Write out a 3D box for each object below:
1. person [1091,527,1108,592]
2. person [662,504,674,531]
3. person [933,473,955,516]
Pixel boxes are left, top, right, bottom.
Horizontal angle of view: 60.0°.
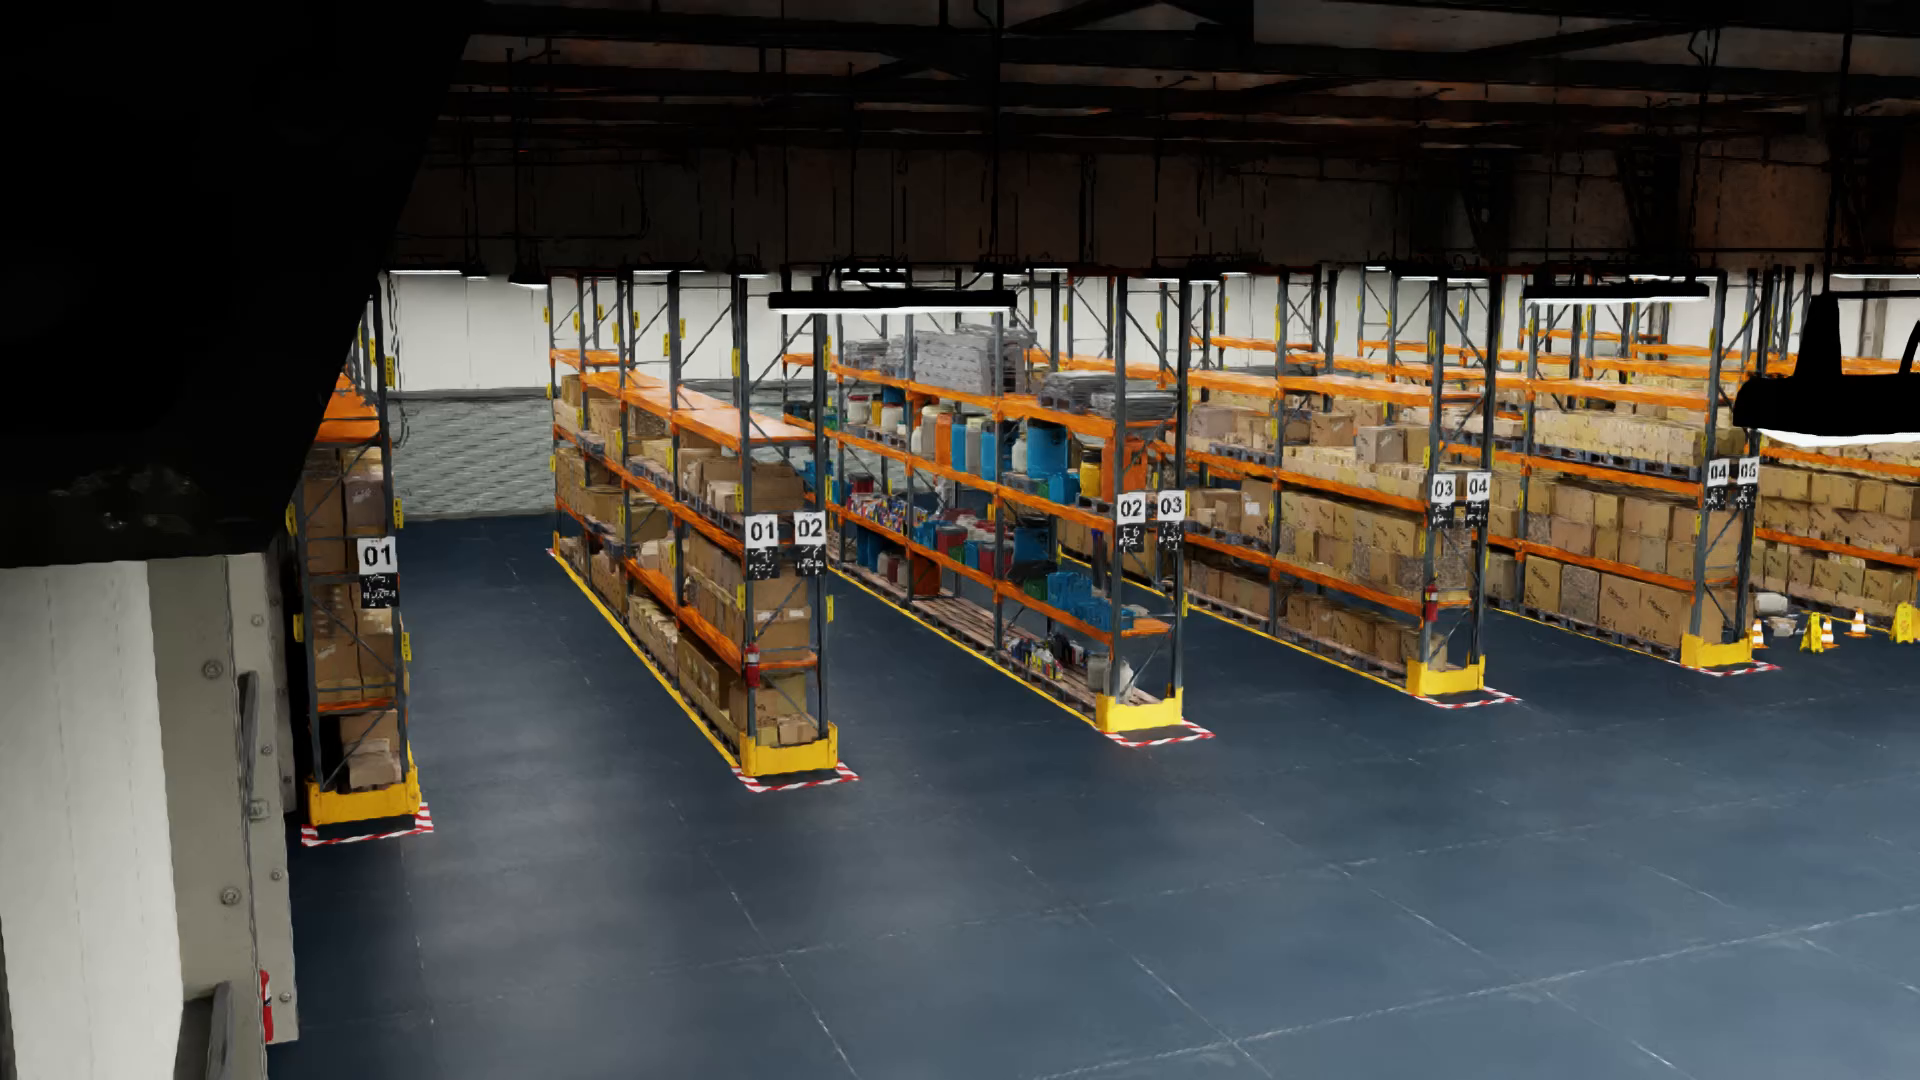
[{"bbox_3d":[2.549,0.146,30.974,0.463,1.662,0.498,1,10,8],"label":"person"},{"bbox_3d":[-6.432,-0.908,36.933,0.682,1.715,0.542,-4,11,-23],"label":"person"},{"bbox_3d":[-0.291,-1.185,38.461,0.677,1.742,0.552,-4,11,-22],"label":"person"}]
